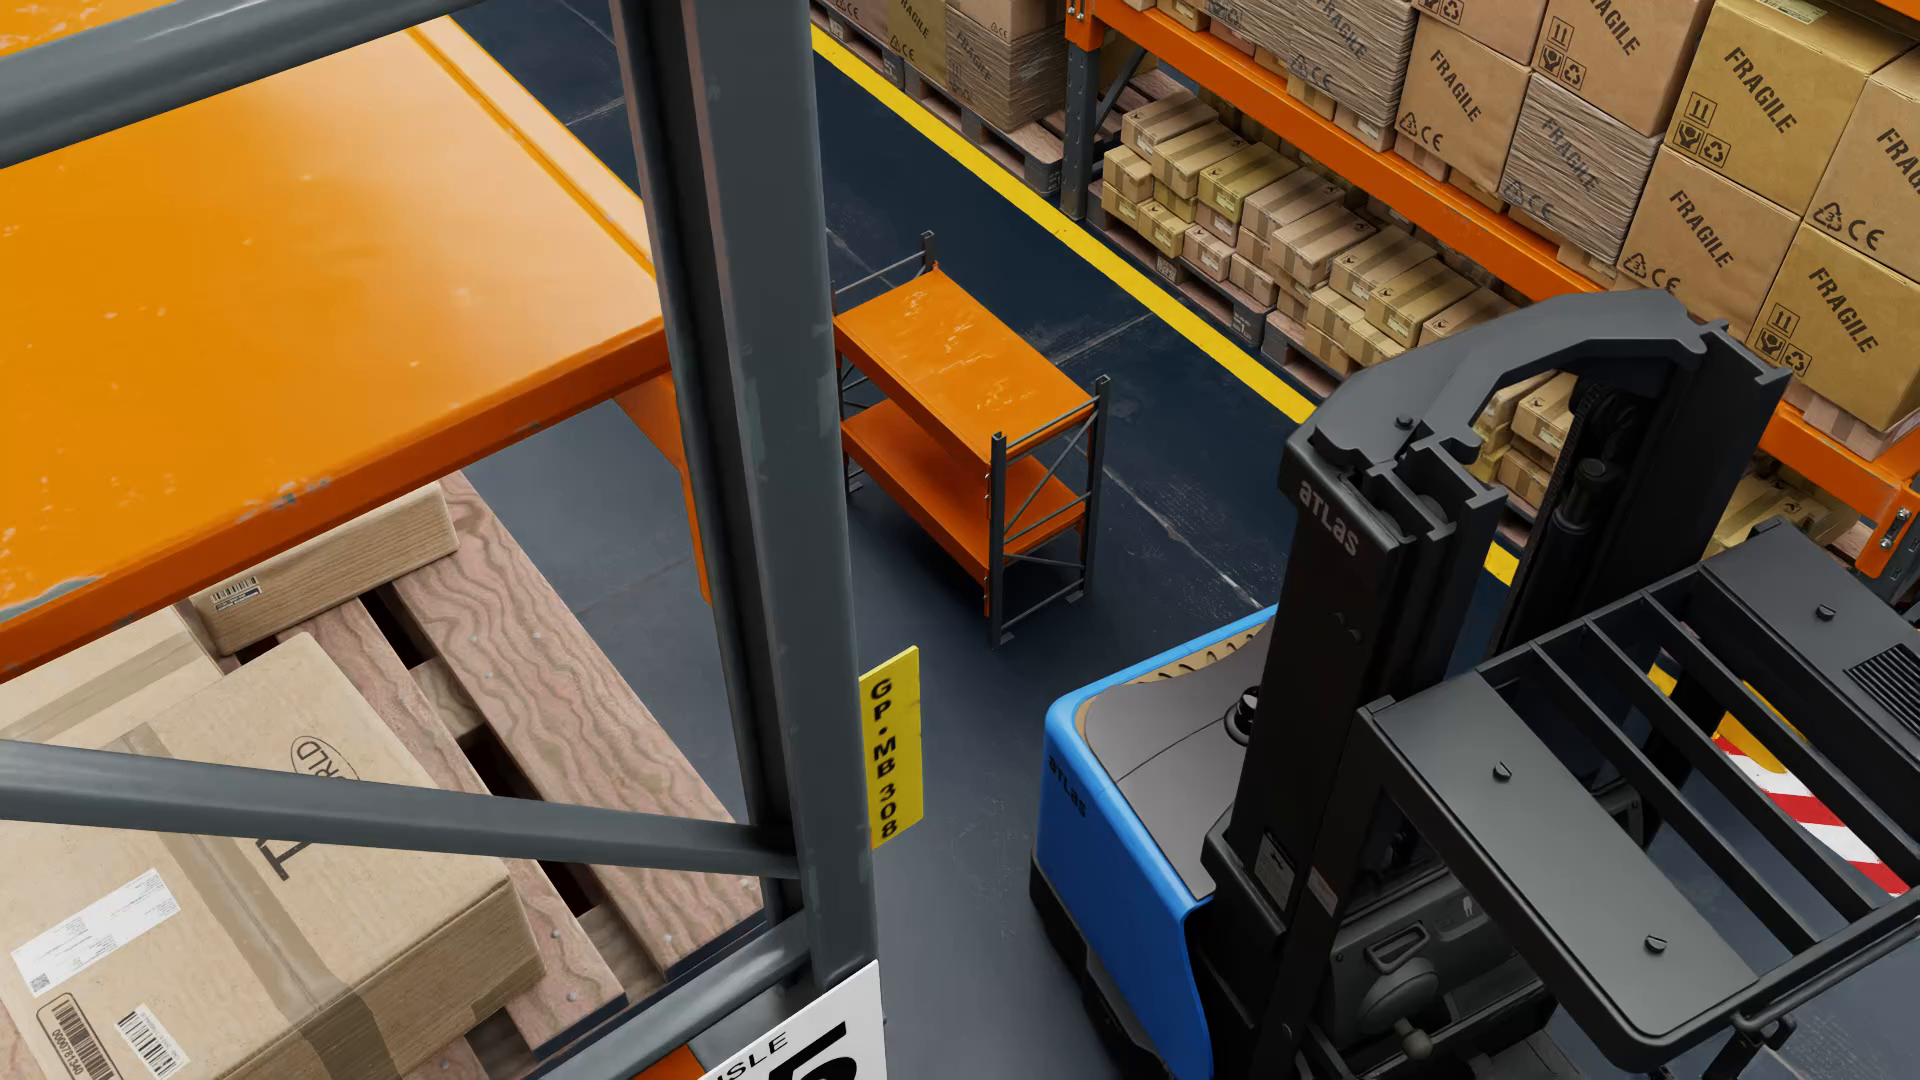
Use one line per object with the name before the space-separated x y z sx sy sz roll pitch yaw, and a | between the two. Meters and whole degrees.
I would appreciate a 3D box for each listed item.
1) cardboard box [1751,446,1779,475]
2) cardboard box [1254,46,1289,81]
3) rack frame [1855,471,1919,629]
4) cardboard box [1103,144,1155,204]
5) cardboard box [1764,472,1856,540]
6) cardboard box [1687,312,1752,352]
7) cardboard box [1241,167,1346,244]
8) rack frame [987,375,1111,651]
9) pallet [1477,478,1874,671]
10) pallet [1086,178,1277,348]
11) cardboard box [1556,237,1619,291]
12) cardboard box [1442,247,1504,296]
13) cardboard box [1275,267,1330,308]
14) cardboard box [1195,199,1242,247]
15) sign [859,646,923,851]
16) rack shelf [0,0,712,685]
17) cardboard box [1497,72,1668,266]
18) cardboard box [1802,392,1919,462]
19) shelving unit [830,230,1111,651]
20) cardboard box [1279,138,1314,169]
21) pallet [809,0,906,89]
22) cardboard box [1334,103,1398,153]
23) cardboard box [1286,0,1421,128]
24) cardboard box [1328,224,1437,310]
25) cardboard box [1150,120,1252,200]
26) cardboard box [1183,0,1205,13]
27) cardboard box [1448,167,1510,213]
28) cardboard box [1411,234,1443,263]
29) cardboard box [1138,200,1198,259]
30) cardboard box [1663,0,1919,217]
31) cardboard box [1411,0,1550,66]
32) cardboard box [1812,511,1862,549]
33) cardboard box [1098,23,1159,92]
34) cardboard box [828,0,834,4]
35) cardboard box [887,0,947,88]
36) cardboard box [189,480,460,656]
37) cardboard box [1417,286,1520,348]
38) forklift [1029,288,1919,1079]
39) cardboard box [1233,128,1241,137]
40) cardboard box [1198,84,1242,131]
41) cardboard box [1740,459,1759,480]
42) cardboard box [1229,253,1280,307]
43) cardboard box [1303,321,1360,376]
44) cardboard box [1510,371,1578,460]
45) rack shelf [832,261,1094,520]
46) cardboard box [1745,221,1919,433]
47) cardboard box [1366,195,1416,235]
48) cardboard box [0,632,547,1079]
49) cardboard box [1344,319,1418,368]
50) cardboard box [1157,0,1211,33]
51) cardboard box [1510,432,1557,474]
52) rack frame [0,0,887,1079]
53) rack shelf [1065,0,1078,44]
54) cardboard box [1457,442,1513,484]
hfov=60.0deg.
cardboard box | 3.039 -0.418 6.343 0.380 0.149 0.250 -28 54 -23
cardboard box | 1.416 -2.010 6.716 0.380 0.149 0.250 -32 55 -25
rack frame | 3.349 -0.465 5.146 1.000 3.000 0.127 -29 54 -24
cardboard box | 0.891 -1.750 7.750 0.380 0.149 0.250 -27 53 -22
cardboard box | 3.236 -0.173 6.321 0.380 0.149 0.250 -27 53 -23
cardboard box | 2.642 -0.751 5.574 0.380 0.149 0.250 -30 54 -24
cardboard box | 1.458 -1.451 7.279 0.380 0.149 0.250 -31 55 -25
rack frame | 0.312 -0.074 6.057 0.500 1.125 0.032 -29 54 -24
pallet | 2.839 -0.068 6.668 1.003 0.211 1.213 -29 54 -24
pallet | 1.361 -1.507 7.972 1.003 0.211 1.213 -29 54 -24
cardboard box | 2.332 -1.059 5.854 0.380 0.149 0.250 -32 55 -25
cardboard box | 2.261 -1.182 7.035 0.380 0.149 0.250 -29 54 -24
cardboard box | 1.601 -1.180 7.234 0.380 0.149 0.250 -27 53 -22
cardboard box | 1.292 -1.513 7.536 0.380 0.149 0.250 -30 54 -24
sign | -0.085 0.242 1.837 0.100 0.325 0.005 -29 54 -24
rack shelf | -1.741 -1.003 2.340 1.077 0.370 4.000 -29 54 -24
cardboard box | 2.249 -1.349 5.679 0.500 0.500 0.500 -29 54 -24
cardboard box | 2.926 -0.446 5.298 0.380 0.149 0.250 -29 54 -24
shelving unit | 0.004 -0.374 6.328 0.538 1.125 1.048 -29 54 -24
cardboard box | 1.692 -1.837 7.629 0.380 0.149 0.250 -30 54 -24
pallet | -0.289 -3.065 9.385 1.003 0.211 1.213 -29 54 -24
cardboard box | 1.674 -1.671 6.408 0.380 0.149 0.250 -27 53 -22
cardboard box | 1.608 -1.950 6.224 0.500 0.500 0.500 -31 55 -25
cardboard box | 1.778 -1.141 6.998 0.380 0.149 0.250 -32 55 -25
cardboard box | 1.090 -1.722 7.524 0.380 0.149 0.250 -27 53 -22
cardboard box | 1.026 -2.552 6.770 0.500 0.500 0.500 -30 55 -25
cardboard box | 2.043 -1.394 6.158 0.380 0.149 0.250 -29 54 -23
cardboard box | 2.110 -1.259 7.306 0.380 0.149 0.250 -32 55 -26
cardboard box | 1.052 -1.491 7.717 0.380 0.149 0.250 -28 54 -23
cardboard box | 2.567 -1.391 5.042 0.500 0.500 0.500 -31 55 -25
cardboard box | 1.922 -2.004 5.598 0.500 0.500 0.500 -31 55 -25
cardboard box | 3.286 -0.101 6.457 0.380 0.149 0.250 -28 54 -23
cardboard box | 0.690 -2.680 8.557 0.500 0.500 0.500 -27 53 -23
cardboard box | -0.648 -3.357 9.171 0.500 0.500 0.500 -31 55 -25
cardboard box | -0.032 -2.751 8.622 0.500 0.500 0.500 -31 55 -25
cardboard box | -1.006 -0.027 2.543 0.380 0.149 0.250 -28 53 -23
cardboard box | 2.077 -0.836 6.722 0.380 0.149 0.250 -31 55 -25
forklift | 1.362 1.020 3.845 1.130 2.935 3.031 -21 51 -18
cardboard box | 1.370 -2.064 8.035 0.380 0.149 0.250 -28 54 -23
cardboard box | 1.349 -2.114 7.880 0.380 0.149 0.250 -28 54 -23
cardboard box | 2.720 -0.221 6.164 0.380 0.149 0.250 -28 54 -23
cardboard box | 1.438 -1.241 7.490 0.380 0.149 0.250 -30 55 -25
cardboard box | 1.709 -0.901 7.182 0.380 0.149 0.250 -31 55 -25
cardboard box | 2.356 -0.498 6.415 0.380 0.149 0.250 -31 55 -25
rack shelf | 0.004 -0.570 6.112 0.538 0.278 1.000 -29 54 -24
cardboard box | 2.872 -0.748 5.134 0.500 0.500 0.500 -28 54 -23
cardboard box | 2.024 -1.531 7.352 0.380 0.149 0.250 -32 55 -26
cardboard box | -0.874 0.458 2.034 0.500 0.250 0.500 -34 56 -27
cardboard box | 1.833 -0.846 6.931 0.380 0.149 0.250 -29 54 -24
cardboard box | 1.053 -2.306 6.985 0.380 0.149 0.250 -28 54 -23
cardboard box | 2.405 -0.442 6.565 0.380 0.149 0.250 -30 54 -24
rack frame | -0.530 -0.200 0.856 1.000 3.000 0.127 -29 54 -24
rack shelf | -0.284 -3.761 8.620 1.077 0.370 4.000 -29 54 -24
cardboard box | 2.172 -0.428 6.753 0.380 0.149 0.250 -32 55 -25
